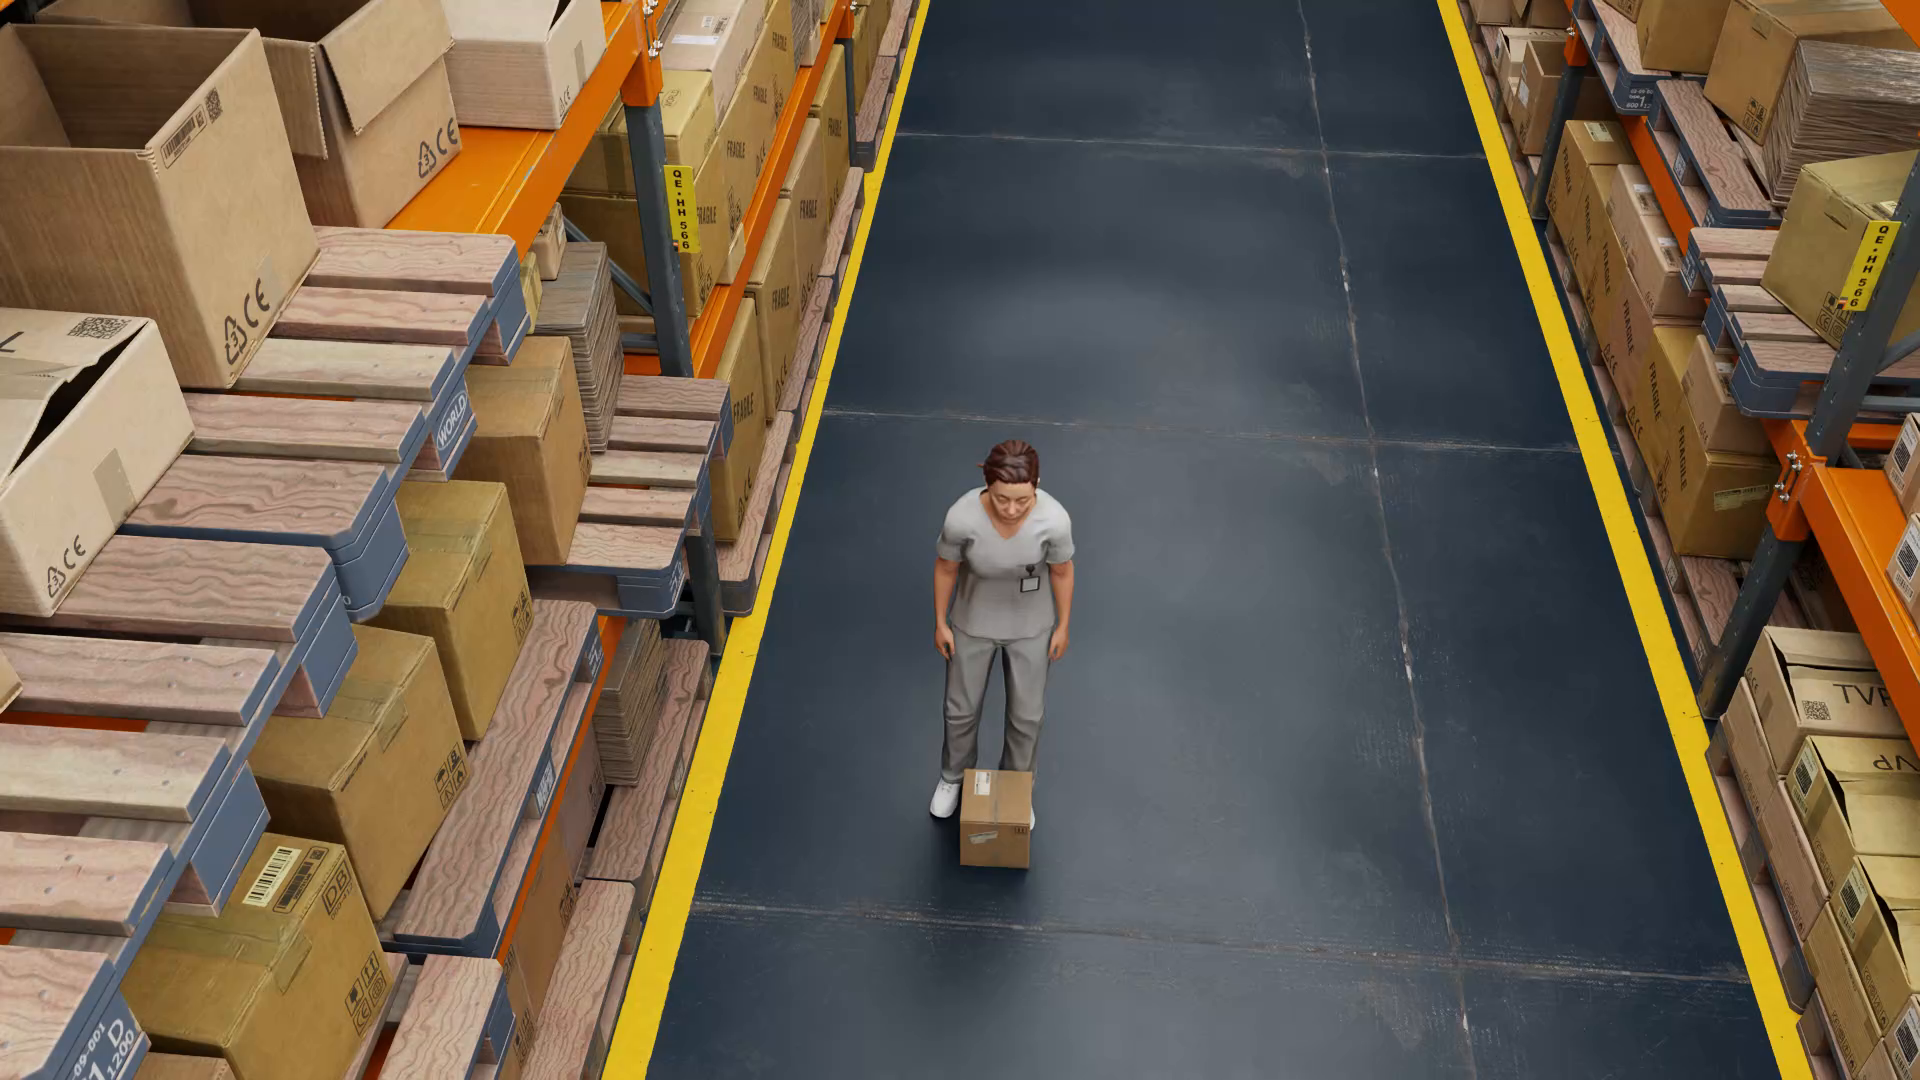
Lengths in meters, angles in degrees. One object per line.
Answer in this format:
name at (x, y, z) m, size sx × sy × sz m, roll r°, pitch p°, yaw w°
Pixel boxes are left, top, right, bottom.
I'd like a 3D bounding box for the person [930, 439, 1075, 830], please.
person at (0.141, 0.327, 5.771) m, size 0.498 × 1.671 × 0.416 m, roll 1°, pitch 40°, yaw 2°
